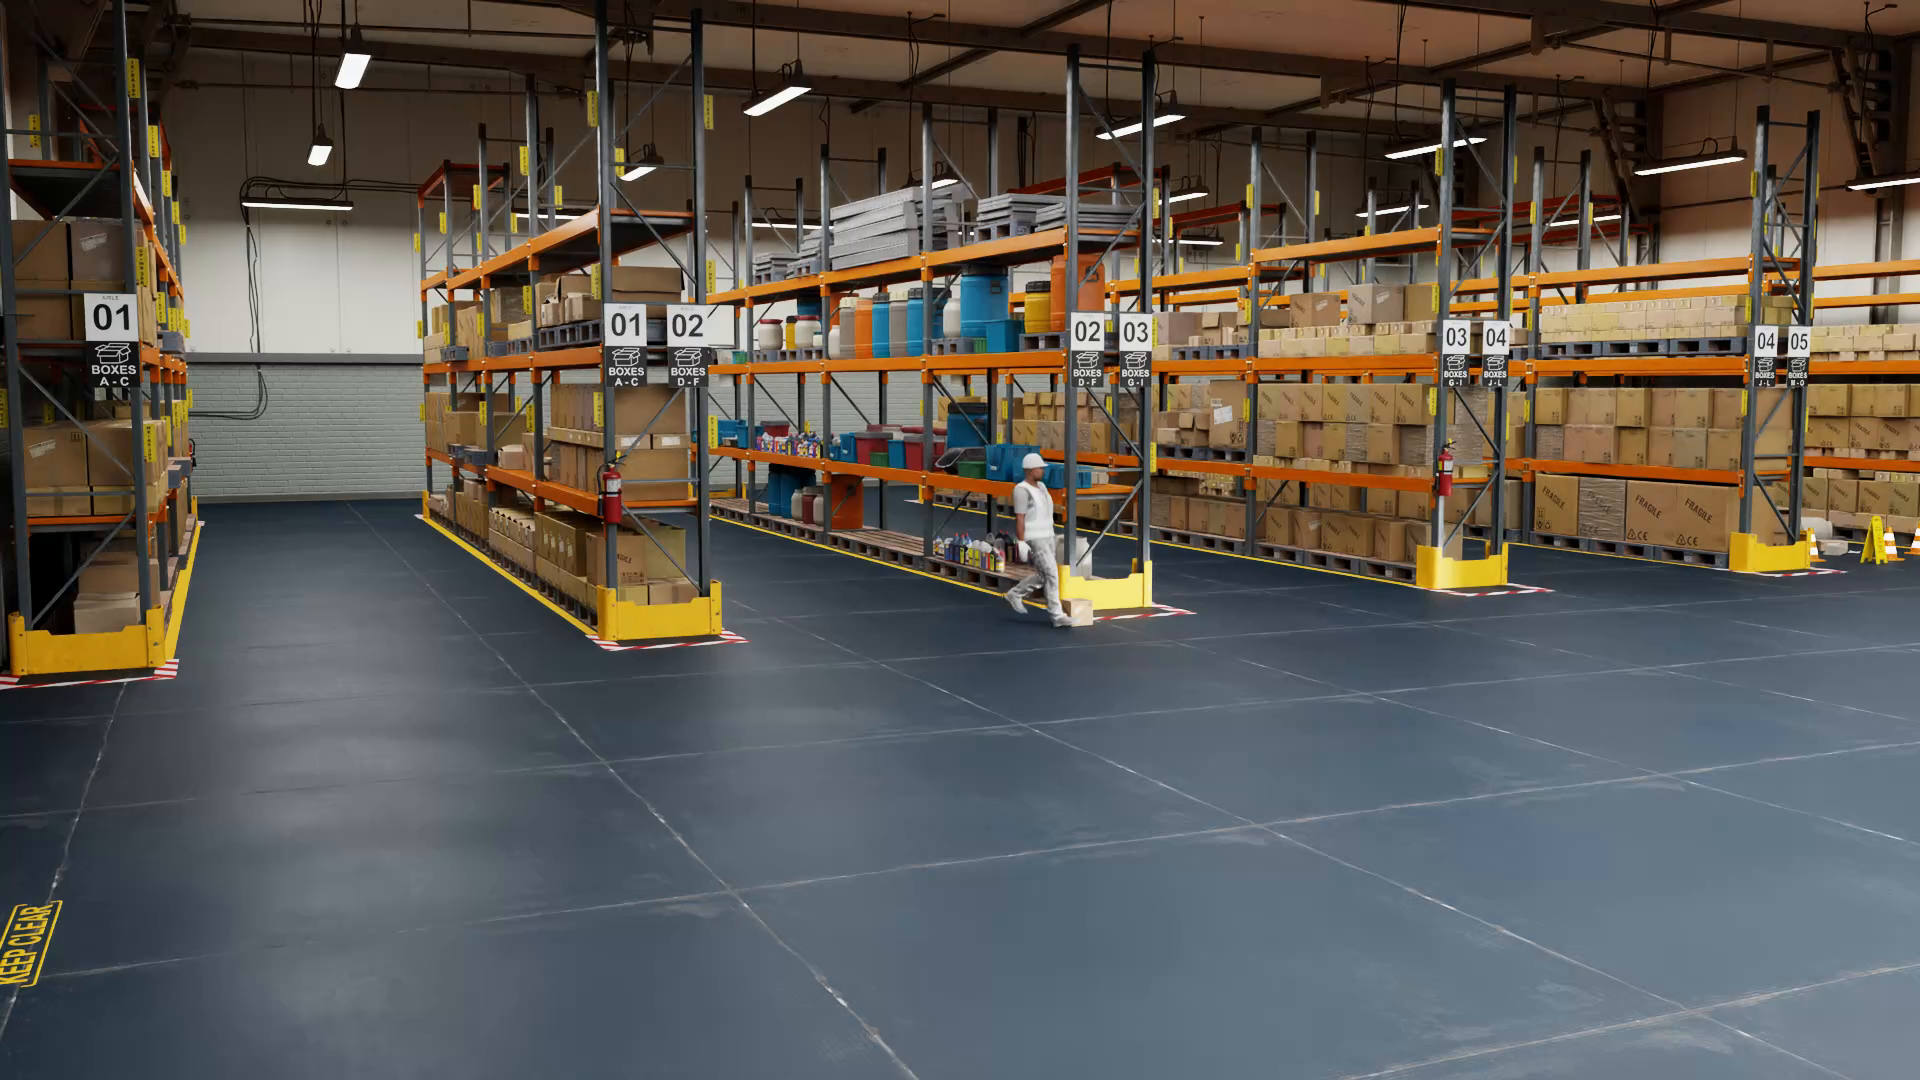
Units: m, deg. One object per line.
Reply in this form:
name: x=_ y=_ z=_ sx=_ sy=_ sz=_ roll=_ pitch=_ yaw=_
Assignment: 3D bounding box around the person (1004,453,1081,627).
person: x=0.824 y=-0.009 z=16.885 sx=0.943 sy=1.743 sz=0.579 roll=3 pitch=6 yaw=26
